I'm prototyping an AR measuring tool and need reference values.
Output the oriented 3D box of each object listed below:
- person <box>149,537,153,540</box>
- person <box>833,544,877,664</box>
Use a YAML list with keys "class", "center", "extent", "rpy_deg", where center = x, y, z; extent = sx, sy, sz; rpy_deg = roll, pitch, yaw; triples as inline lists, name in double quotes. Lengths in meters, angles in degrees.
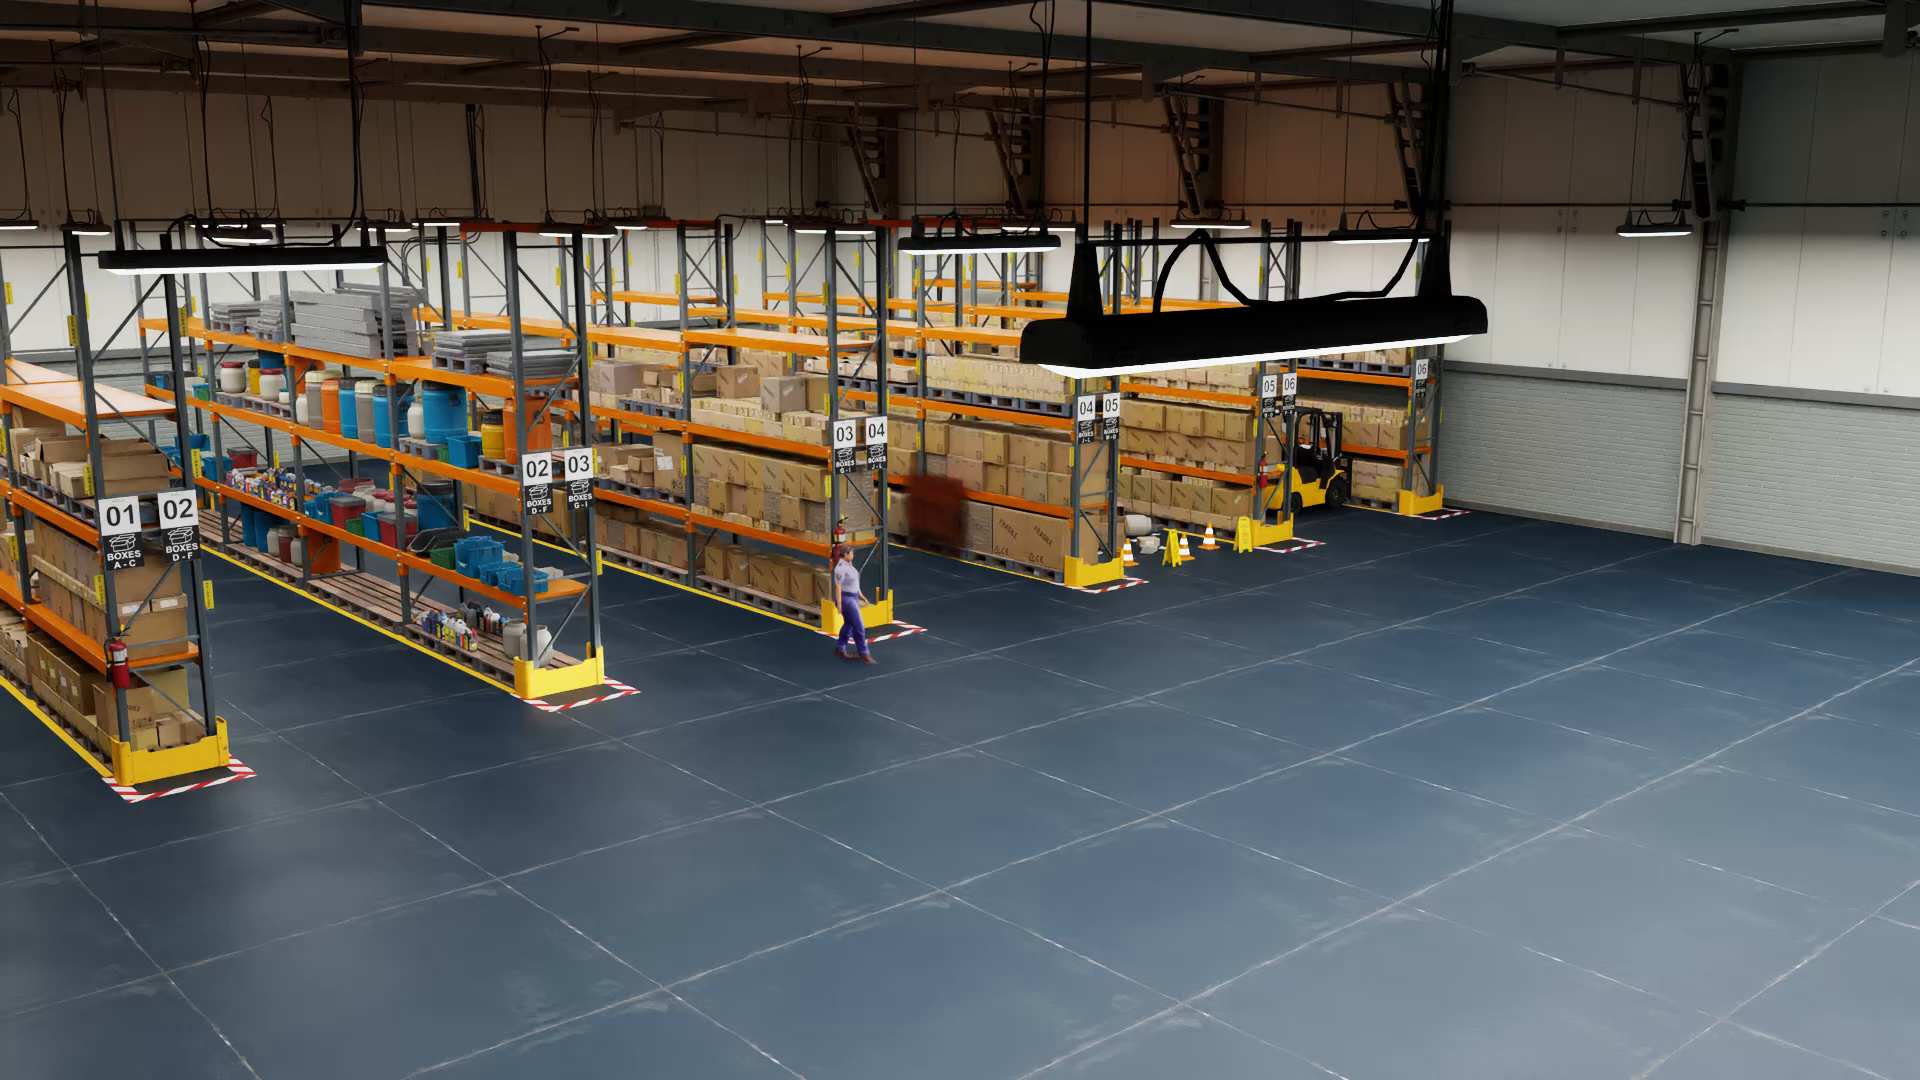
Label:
- class: "person"
  center: [-13.787, -0.082, 27.908]
  extent: [0.654, 1.609, 0.666]
  rpy_deg: [-7, 14, -33]
- class: "person"
  center: [-1.468, 0.888, 23.380]
  extent: [0.671, 1.666, 0.504]
  rpy_deg: [2, 12, 8]
